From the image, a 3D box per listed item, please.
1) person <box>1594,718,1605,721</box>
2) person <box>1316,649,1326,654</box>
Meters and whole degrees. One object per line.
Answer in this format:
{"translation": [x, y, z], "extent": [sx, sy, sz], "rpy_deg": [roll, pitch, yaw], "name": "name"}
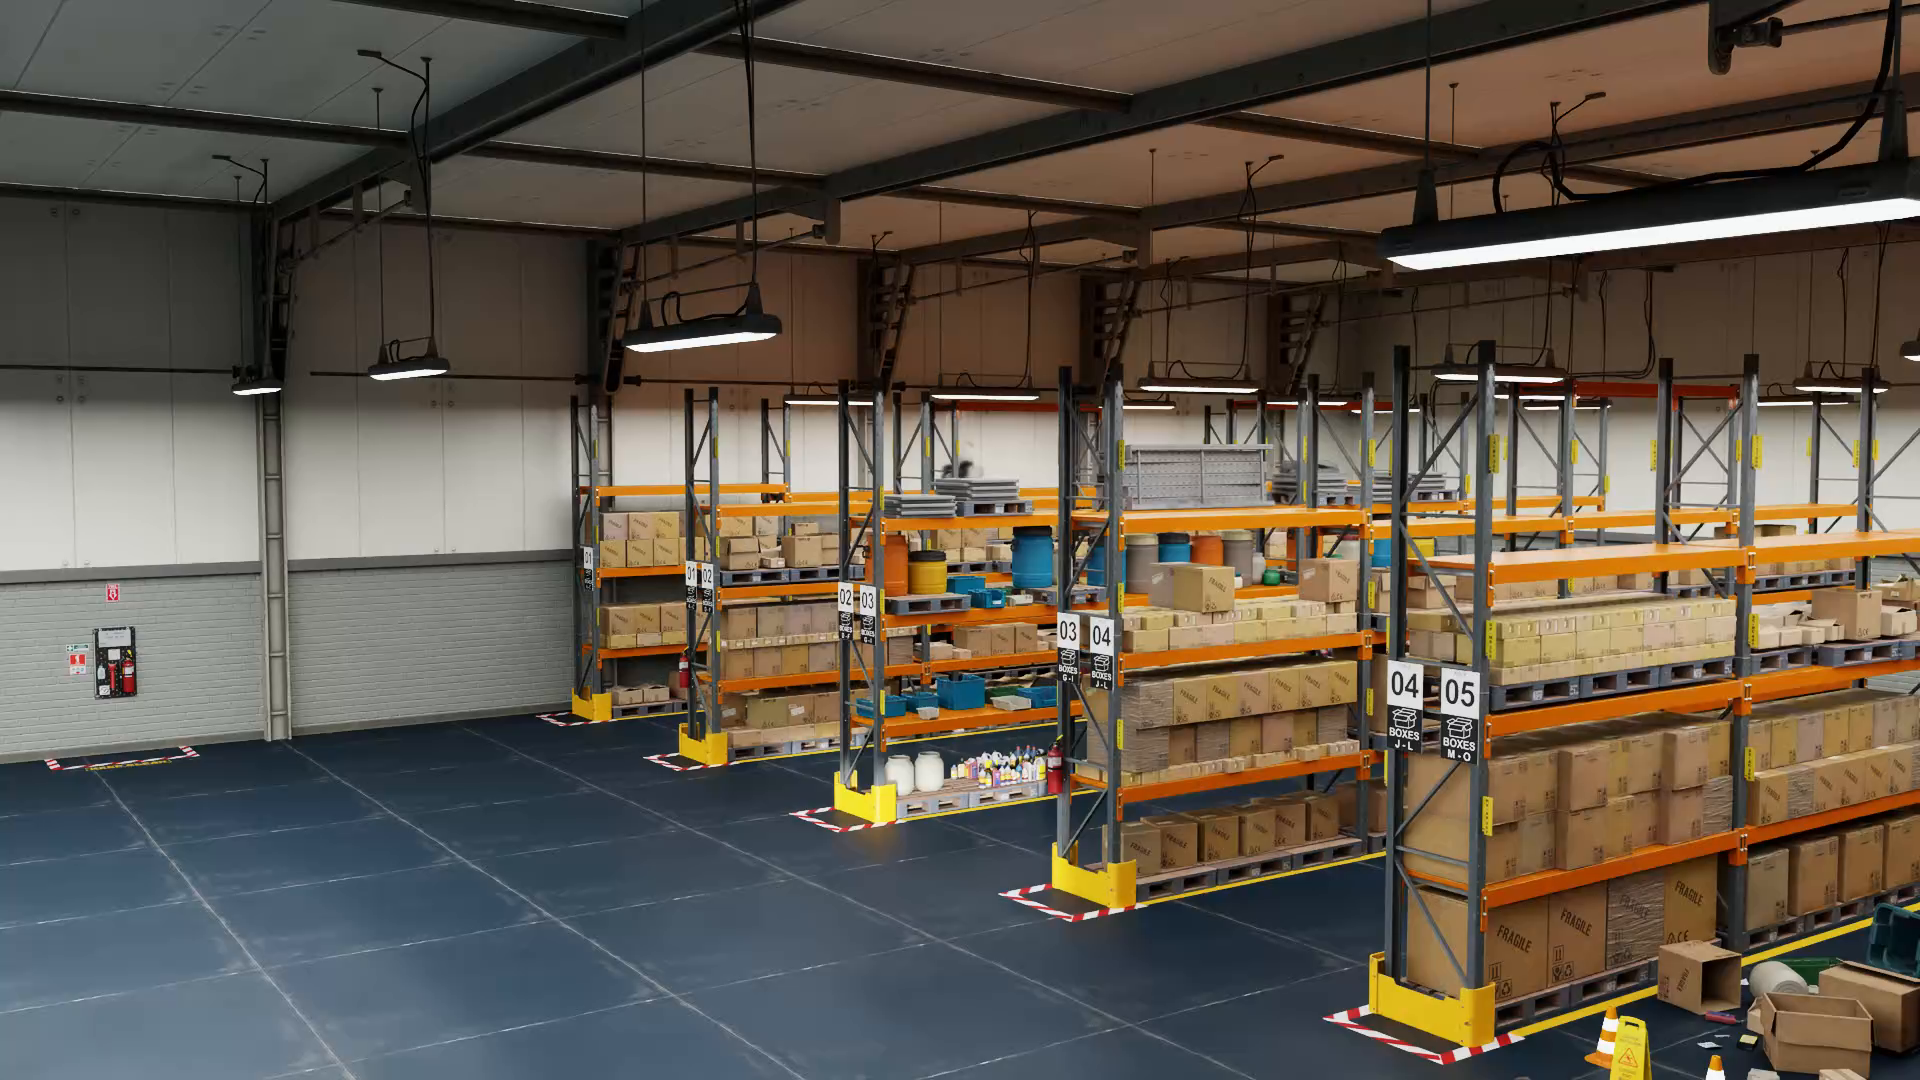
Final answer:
{"translation": [8.123, 2.996, 21.259], "extent": [0.688, 1.792, 0.686], "rpy_deg": [-3, 4, -40], "name": "person"}
{"translation": [6.694, 2.340, 31.641], "extent": [0.998, 1.772, 0.683], "rpy_deg": [-3, 5, -44], "name": "person"}
